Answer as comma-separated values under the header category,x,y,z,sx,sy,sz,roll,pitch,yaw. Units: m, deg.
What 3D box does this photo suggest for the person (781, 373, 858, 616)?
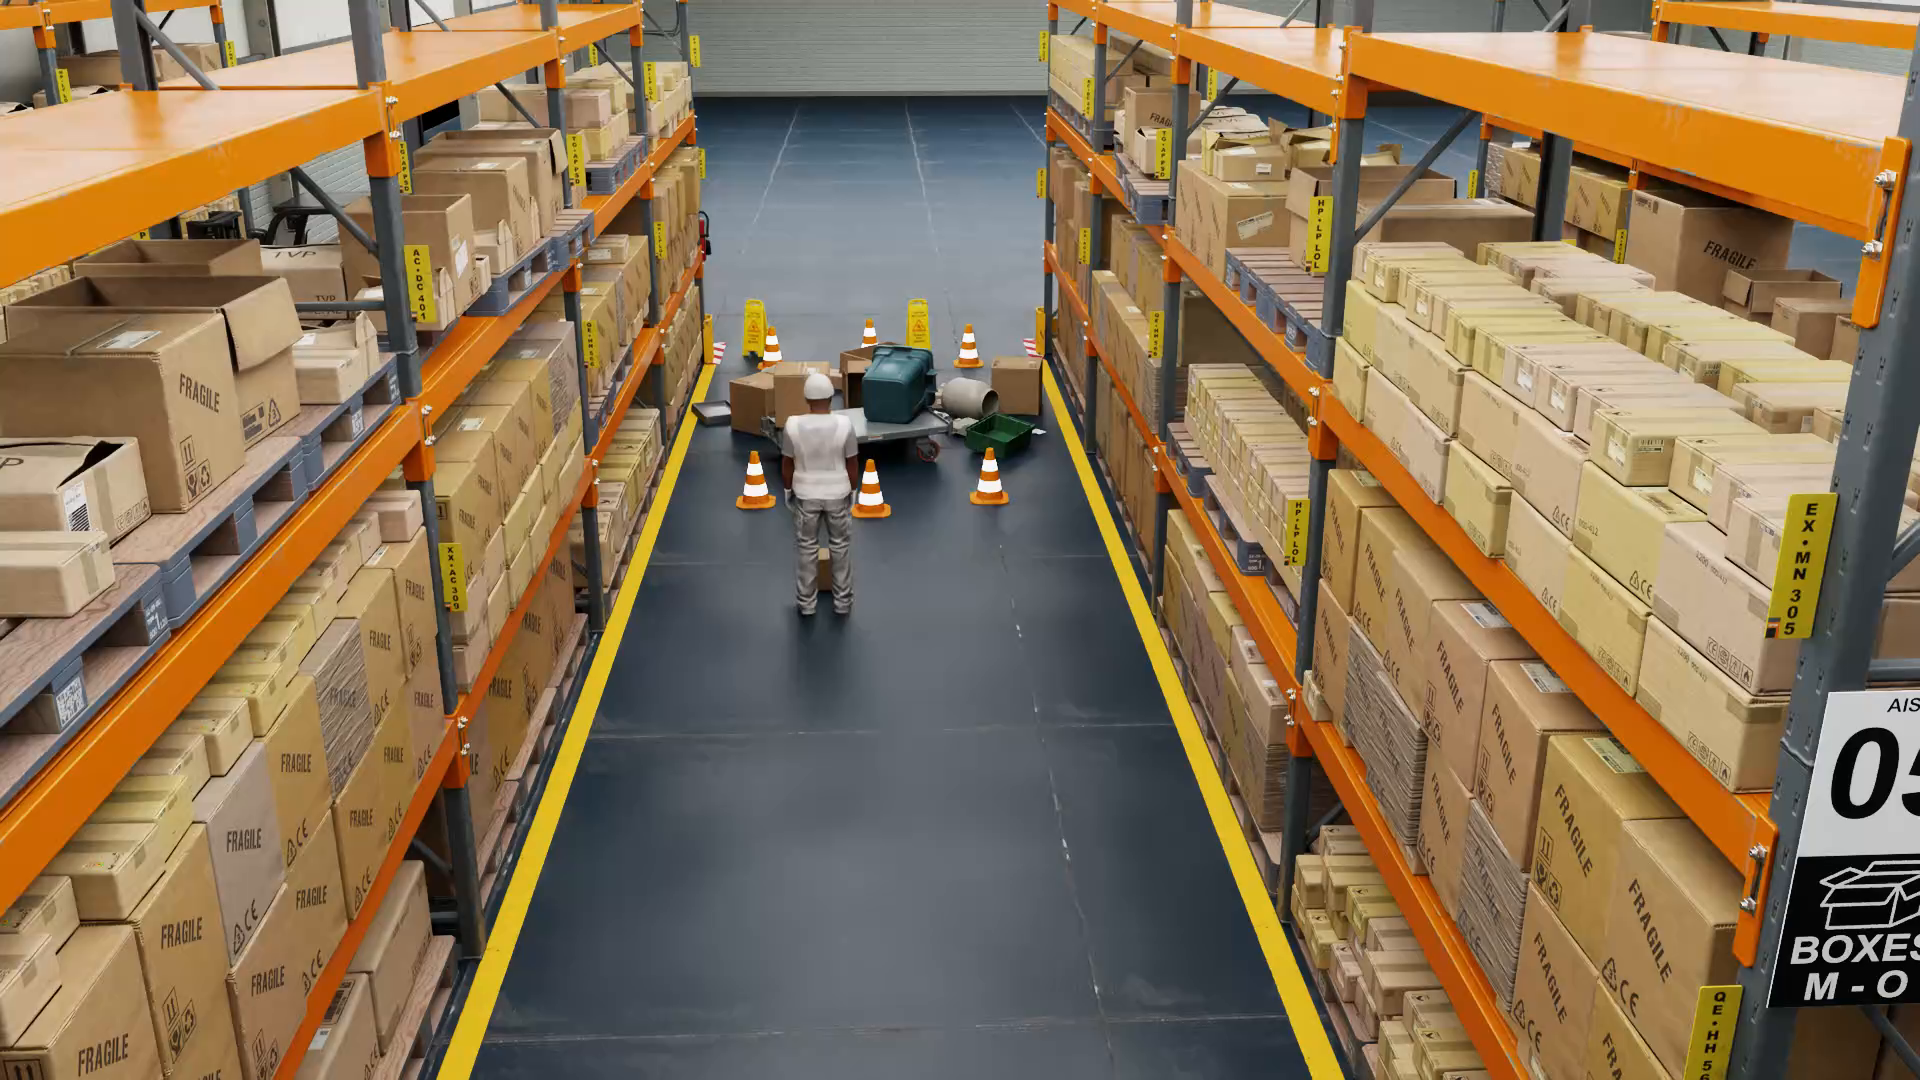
category,x,y,z,sx,sy,sz,roll,pitch,yaw
person,-0.998,-0.329,11.940,0.549,1.789,0.361,-1,20,-2
